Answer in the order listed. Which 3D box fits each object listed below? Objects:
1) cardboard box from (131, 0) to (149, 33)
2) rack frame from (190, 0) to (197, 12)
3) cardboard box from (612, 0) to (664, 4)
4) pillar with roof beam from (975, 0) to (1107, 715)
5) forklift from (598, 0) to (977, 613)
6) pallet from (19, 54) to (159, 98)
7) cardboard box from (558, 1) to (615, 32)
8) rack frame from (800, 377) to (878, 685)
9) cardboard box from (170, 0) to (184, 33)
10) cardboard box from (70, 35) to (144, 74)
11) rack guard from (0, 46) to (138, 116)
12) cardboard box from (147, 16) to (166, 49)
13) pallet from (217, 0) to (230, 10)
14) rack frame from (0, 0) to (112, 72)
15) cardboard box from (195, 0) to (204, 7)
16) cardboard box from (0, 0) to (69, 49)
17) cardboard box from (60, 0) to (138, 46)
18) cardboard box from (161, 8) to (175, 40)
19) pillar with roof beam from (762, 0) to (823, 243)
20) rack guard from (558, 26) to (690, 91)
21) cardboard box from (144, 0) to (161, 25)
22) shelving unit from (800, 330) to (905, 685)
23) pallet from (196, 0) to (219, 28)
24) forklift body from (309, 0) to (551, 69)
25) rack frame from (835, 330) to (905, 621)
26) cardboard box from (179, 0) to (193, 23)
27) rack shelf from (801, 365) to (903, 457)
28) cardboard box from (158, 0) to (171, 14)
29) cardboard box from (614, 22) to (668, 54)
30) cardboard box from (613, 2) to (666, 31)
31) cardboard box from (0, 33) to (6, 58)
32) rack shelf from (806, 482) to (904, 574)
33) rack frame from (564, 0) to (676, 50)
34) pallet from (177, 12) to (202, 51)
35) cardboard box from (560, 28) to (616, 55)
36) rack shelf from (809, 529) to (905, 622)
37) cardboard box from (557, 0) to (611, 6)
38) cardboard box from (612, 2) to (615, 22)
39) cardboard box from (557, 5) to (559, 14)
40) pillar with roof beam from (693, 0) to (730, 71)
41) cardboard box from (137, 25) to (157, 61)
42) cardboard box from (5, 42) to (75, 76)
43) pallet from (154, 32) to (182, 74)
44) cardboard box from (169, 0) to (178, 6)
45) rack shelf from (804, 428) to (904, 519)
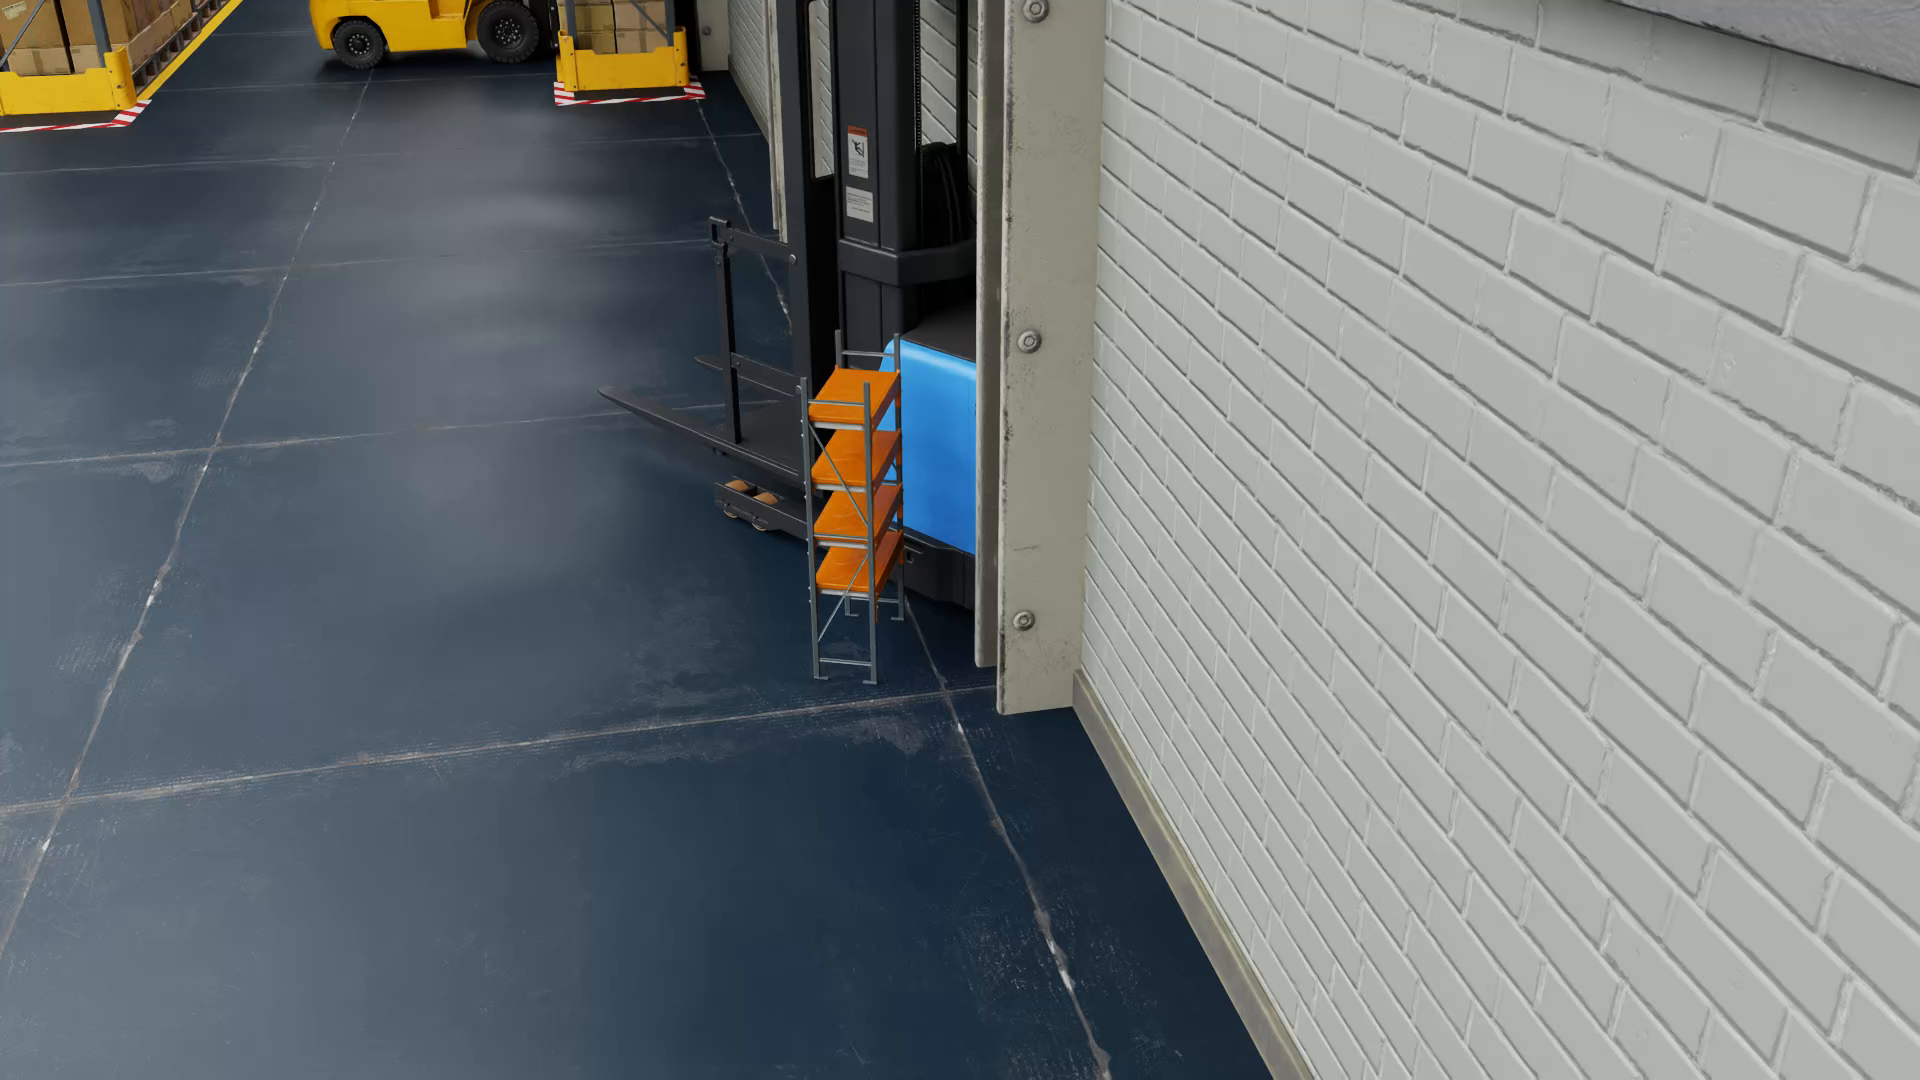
[{"bbox_3d":[-8.051,-5.092,15.762,0.500,0.500,0.500,-7,28,-14],"label":"cardboard box"},{"bbox_3d":[-8.912,-6.931,17.654,1.000,3.000,0.127,-6,27,-12],"label":"rack frame"},{"bbox_3d":[-3.099,-5.318,15.932,0.500,0.250,0.500,-6,27,-12],"label":"cardboard box"},{"bbox_3d":[-3.944,-3.051,3.308,9.100,9.000,0.400,-6,27,-12],"label":"pillar with roof beam"},{"bbox_3d":[-0.460,-1.501,6.971,3.031,2.935,1.130,23,35,37],"label":"forklift"},{"bbox_3d":[-8.176,-4.324,15.583,1.003,0.211,1.213,-6,27,-12],"label":"pallet"},{"bbox_3d":[-3.590,-5.046,15.949,0.500,0.250,0.500,-6,27,-12],"label":"cardboard box"},{"bbox_3d":[-0.426,-0.009,5.937,0.240,1.200,0.015,5,27,9],"label":"rack frame"},{"bbox_3d":[-8.387,-5.426,17.257,0.500,0.250,0.500,-7,28,-13],"label":"cardboard box"},{"bbox_3d":[-7.923,-4.517,15.457,0.500,0.250,0.500,-6,27,-12],"label":"cardboard box"},{"bbox_3d":[-8.028,-4.093,14.804,1.175,0.500,0.348,-6,27,-12],"label":"rack guard"},{"bbox_3d":[-8.166,-4.981,16.374,0.500,0.250,0.500,-4,27,-8],"label":"cardboard box"},{"bbox_3d":[-9.367,-6.565,20.022,1.003,0.211,1.213,-6,27,-12],"label":"pallet"},{"bbox_3d":[-8.011,-5.175,14.175,1.000,3.000,0.127,-6,27,-12],"label":"rack frame"},{"bbox_3d":[-9.033,-6.176,18.607,0.950,0.372,0.625,-6,27,-11],"label":"cardboard box"},{"bbox_3d":[-8.445,-4.795,15.175,0.500,0.500,0.500,-6,27,-11],"label":"cardboard box"},{"bbox_3d":[-7.929,-4.863,15.308,0.500,0.500,0.500,-7,28,-13],"label":"cardboard box"},{"bbox_3d":[-8.277,-5.203,16.814,0.500,0.250,0.500,-6,27,-11],"label":"cardboard box"},{"bbox_3d":[-5.296,-5.685,8.527,9.100,9.000,0.400,-6,27,-12],"label":"pillar with roof beam"},{"bbox_3d":[-3.170,-4.555,15.719,1.175,0.500,0.348,-6,27,-12],"label":"rack guard"},{"bbox_3d":[-8.156,-5.313,16.200,0.500,0.500,0.500,-5,27,-11],"label":"cardboard box"},{"bbox_3d":[-0.382,-0.118,6.152,0.258,1.200,0.503,5,27,9],"label":"shelving unit"},{"bbox_3d":[-9.089,-6.028,18.959,1.003,0.211,1.213,-6,27,-12],"label":"pallet"},{"bbox_3d":[-5.380,-5.949,16.650,2.313,2.155,1.214,-6,27,-12],"label":"forklift body"},{"bbox_3d":[-0.339,-0.226,6.366,0.240,1.200,0.015,5,27,9],"label":"rack frame"},{"bbox_3d":[-8.517,-5.659,17.718,0.500,0.250,0.500,-5,27,-9],"label":"cardboard box"},{"bbox_3d":[-0.382,-0.468,5.975,0.258,0.148,0.480,5,27,9],"label":"rack shelf"},{"bbox_3d":[-8.285,-5.547,16.663,0.500,0.500,0.500,-5,27,-9],"label":"cardboard box"},{"bbox_3d":[-3.096,-4.876,16.168,0.500,0.250,0.500,-6,27,-11],"label":"cardboard box"},{"bbox_3d":[-3.079,-5.092,16.039,0.500,0.250,0.500,-5,27,-11],"label":"cardboard box"},{"bbox_3d":[-9.996,-5.208,17.011,0.500,0.500,0.500,13,30,24],"label":"cardboard box"},{"bbox_3d":[-0.382,-0.058,6.182,0.258,0.148,0.480,5,27,9],"label":"rack shelf"},{"bbox_3d":[-3.176,-5.681,15.176,1.000,3.000,0.127,-6,27,-12],"label":"rack frame"},{"bbox_3d":[-8.726,-5.395,17.705,1.003,0.211,1.213,-6,27,-12],"label":"pallet"},{"bbox_3d":[-3.589,-4.815,16.046,0.500,0.250,0.500,-6,27,-11],"label":"cardboard box"},{"bbox_3d":[-0.382,0.120,6.271,0.258,0.148,0.480,5,27,9],"label":"rack shelf"},{"bbox_3d":[-3.583,-5.258,15.814,0.500,0.250,0.500,-5,27,-10],"label":"cardboard box"},{"bbox_3d":[-3.203,-5.311,16.474,0.500,0.250,0.500,-6,27,-12],"label":"cardboard box"},{"bbox_3d":[-3.829,-5.492,16.832,0.500,0.250,0.500,-7,28,-13],"label":"cardboard box"},{"bbox_3d":[-6.649,-8.319,13.745,9.100,9.000,0.400,-6,27,-12],"label":"pillar with roof beam"},{"bbox_3d":[-8.031,-4.742,15.902,0.500,0.250,0.500,-5,27,-10],"label":"cardboard box"},{"bbox_3d":[-8.460,-4.473,15.369,0.500,0.250,0.500,-6,27,-12],"label":"cardboard box"},{"bbox_3d":[-8.448,-4.859,16.642,1.003,0.211,1.213,-6,27,-12],"label":"pallet"},{"bbox_3d":[-8.401,-5.770,17.107,0.500,0.500,0.500,-5,27,-11],"label":"cardboard box"},{"bbox_3d":[-0.382,-0.257,6.081,0.258,0.148,0.480,5,27,9],"label":"rack shelf"}]
